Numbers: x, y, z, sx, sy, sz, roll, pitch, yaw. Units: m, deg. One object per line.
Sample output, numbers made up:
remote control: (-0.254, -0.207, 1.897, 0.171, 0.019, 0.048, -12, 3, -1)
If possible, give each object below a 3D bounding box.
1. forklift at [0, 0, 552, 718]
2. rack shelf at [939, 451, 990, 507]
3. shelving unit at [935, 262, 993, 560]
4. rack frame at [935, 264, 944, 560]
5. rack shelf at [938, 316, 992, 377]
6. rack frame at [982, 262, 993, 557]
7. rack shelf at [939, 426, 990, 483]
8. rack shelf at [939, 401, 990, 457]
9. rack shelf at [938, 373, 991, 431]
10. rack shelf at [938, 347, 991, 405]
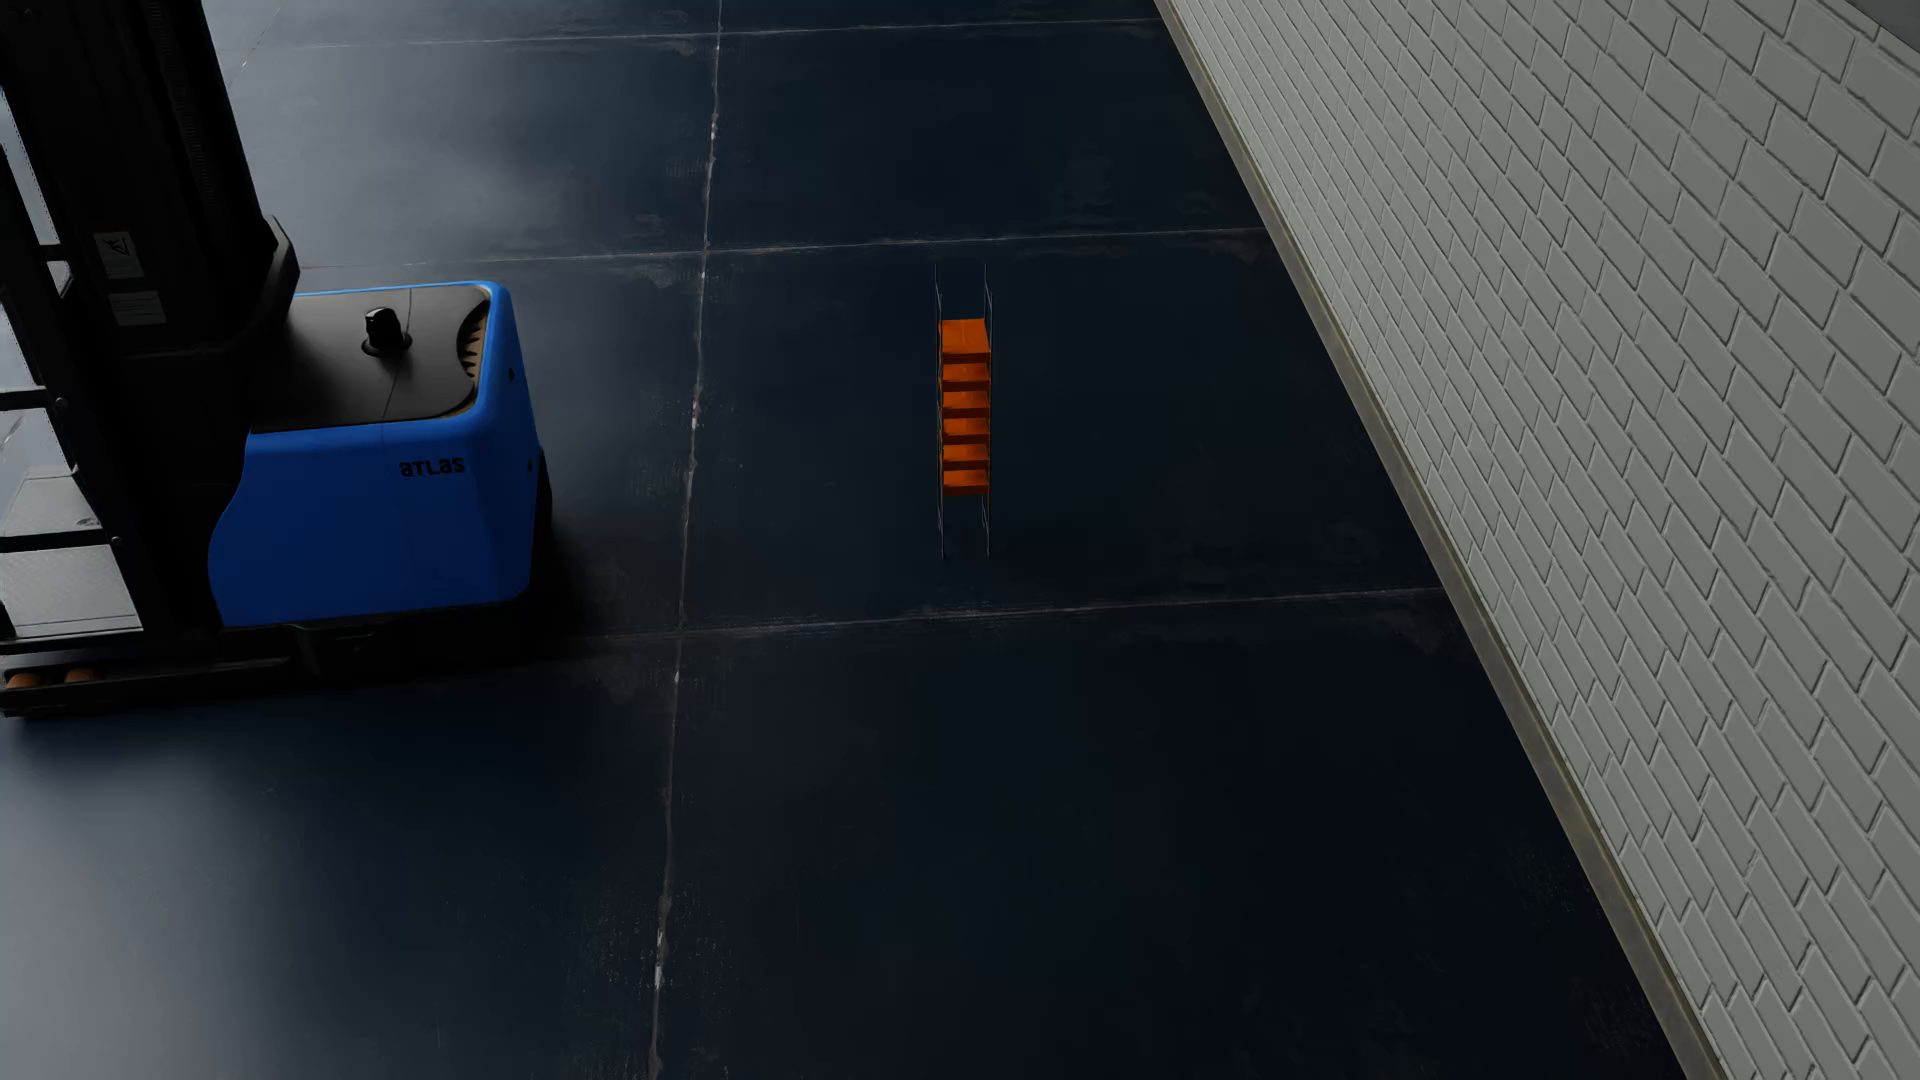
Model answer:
forklift: (-3.114, -0.867, 5.482, 3.031, 2.935, 1.130, -5, 39, -7)
rack shelf: (0.014, -0.249, 6.556, 0.180, 0.103, 0.258, -3, 38, -4)
shelving unit: (0.014, -0.472, 6.379, 0.189, 1.200, 0.258, -3, 38, -4)
rack frame: (-0.077, -0.467, 6.373, 0.006, 1.200, 0.240, -3, 38, -4)
rack shelf: (0.014, -0.720, 6.184, 0.180, 0.103, 0.258, -3, 38, -4)
rack frame: (0.106, -0.477, 6.386, 0.006, 1.200, 0.240, -3, 38, -4)
rack shelf: (0.014, -0.343, 6.481, 0.180, 0.103, 0.258, -3, 38, -4)
rack shelf: (0.014, -0.437, 6.407, 0.180, 0.103, 0.258, -3, 38, -4)
rack shelf: (0.014, -0.531, 6.333, 0.180, 0.103, 0.258, -3, 38, -4)
rack shelf: (0.014, -0.625, 6.258, 0.180, 0.103, 0.258, -3, 38, -4)
